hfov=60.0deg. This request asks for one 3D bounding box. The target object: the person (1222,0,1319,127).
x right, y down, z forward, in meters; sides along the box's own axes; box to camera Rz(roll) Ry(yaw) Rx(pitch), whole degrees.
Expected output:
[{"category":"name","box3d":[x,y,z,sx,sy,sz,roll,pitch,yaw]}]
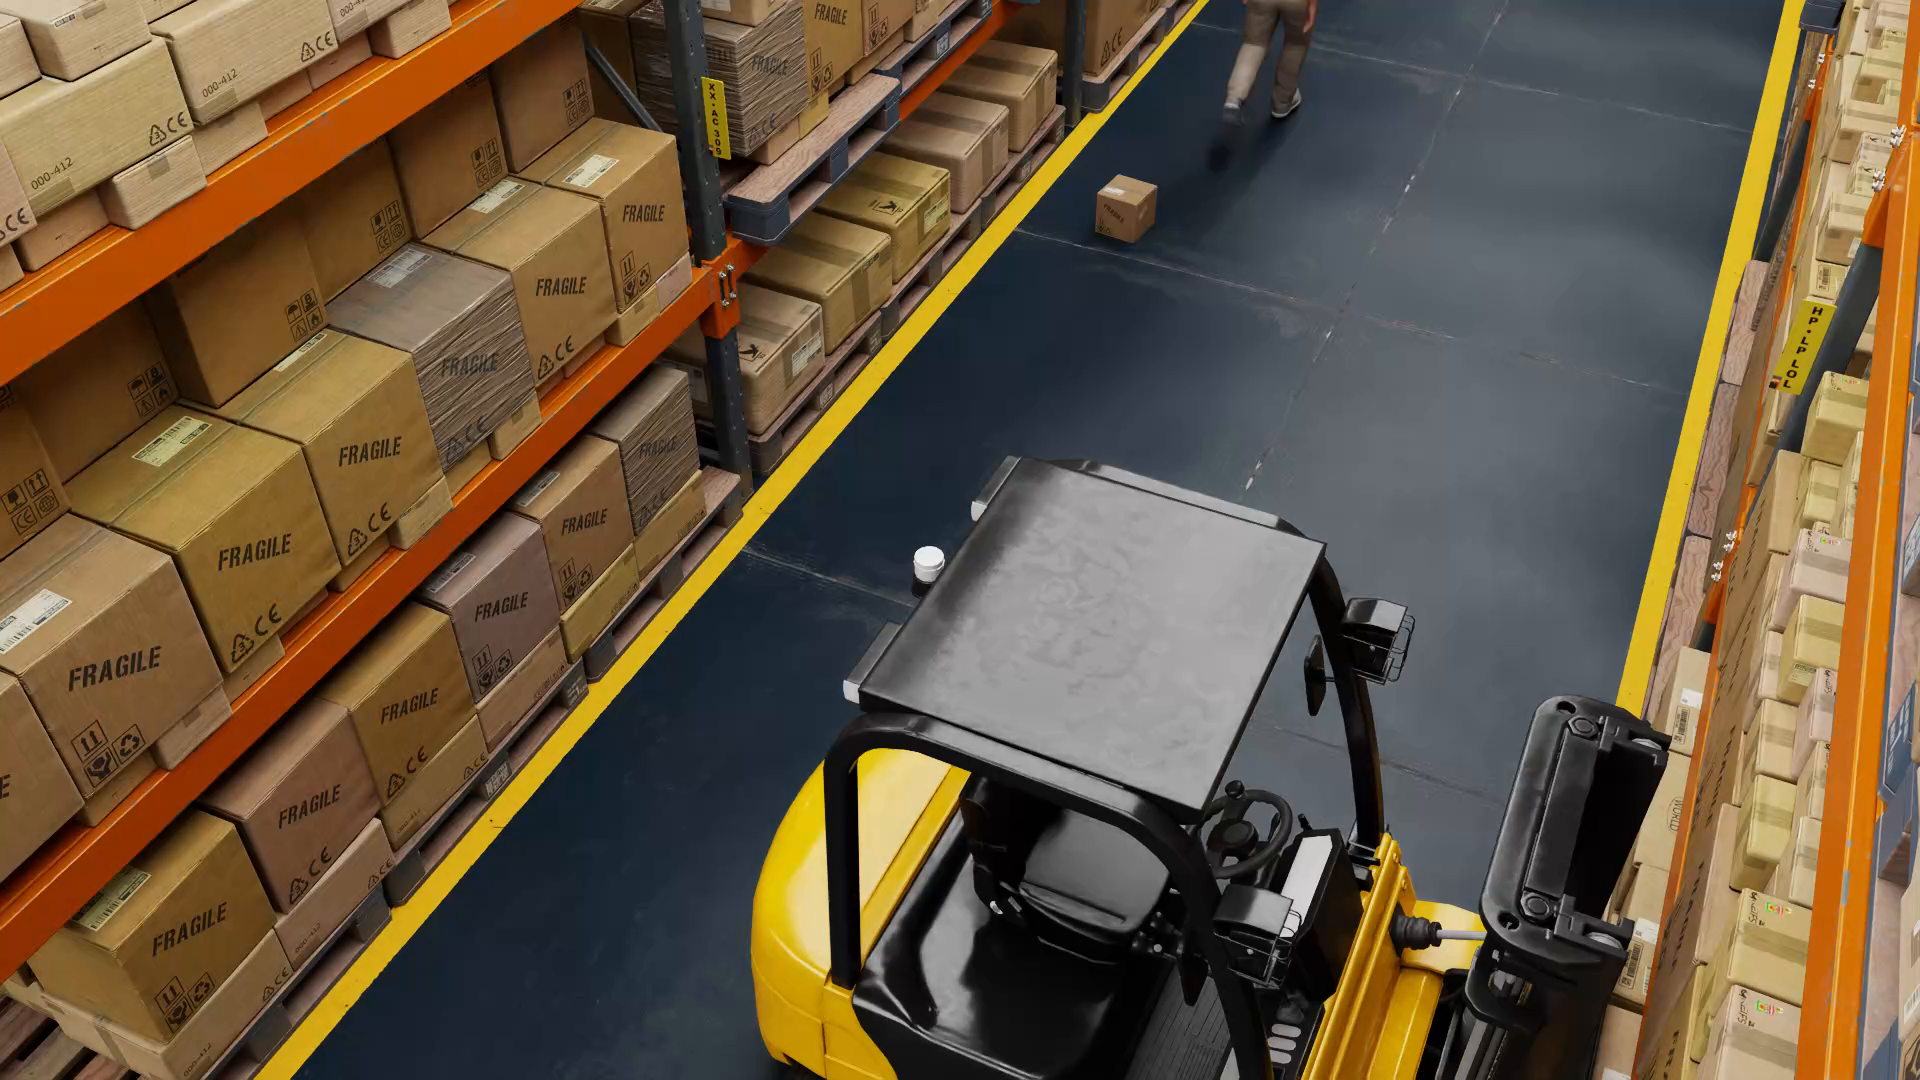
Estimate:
[{"category":"person","box3d":[1.870,-3.226,9.779,0.538,1.686,0.857,18,45,19]}]
